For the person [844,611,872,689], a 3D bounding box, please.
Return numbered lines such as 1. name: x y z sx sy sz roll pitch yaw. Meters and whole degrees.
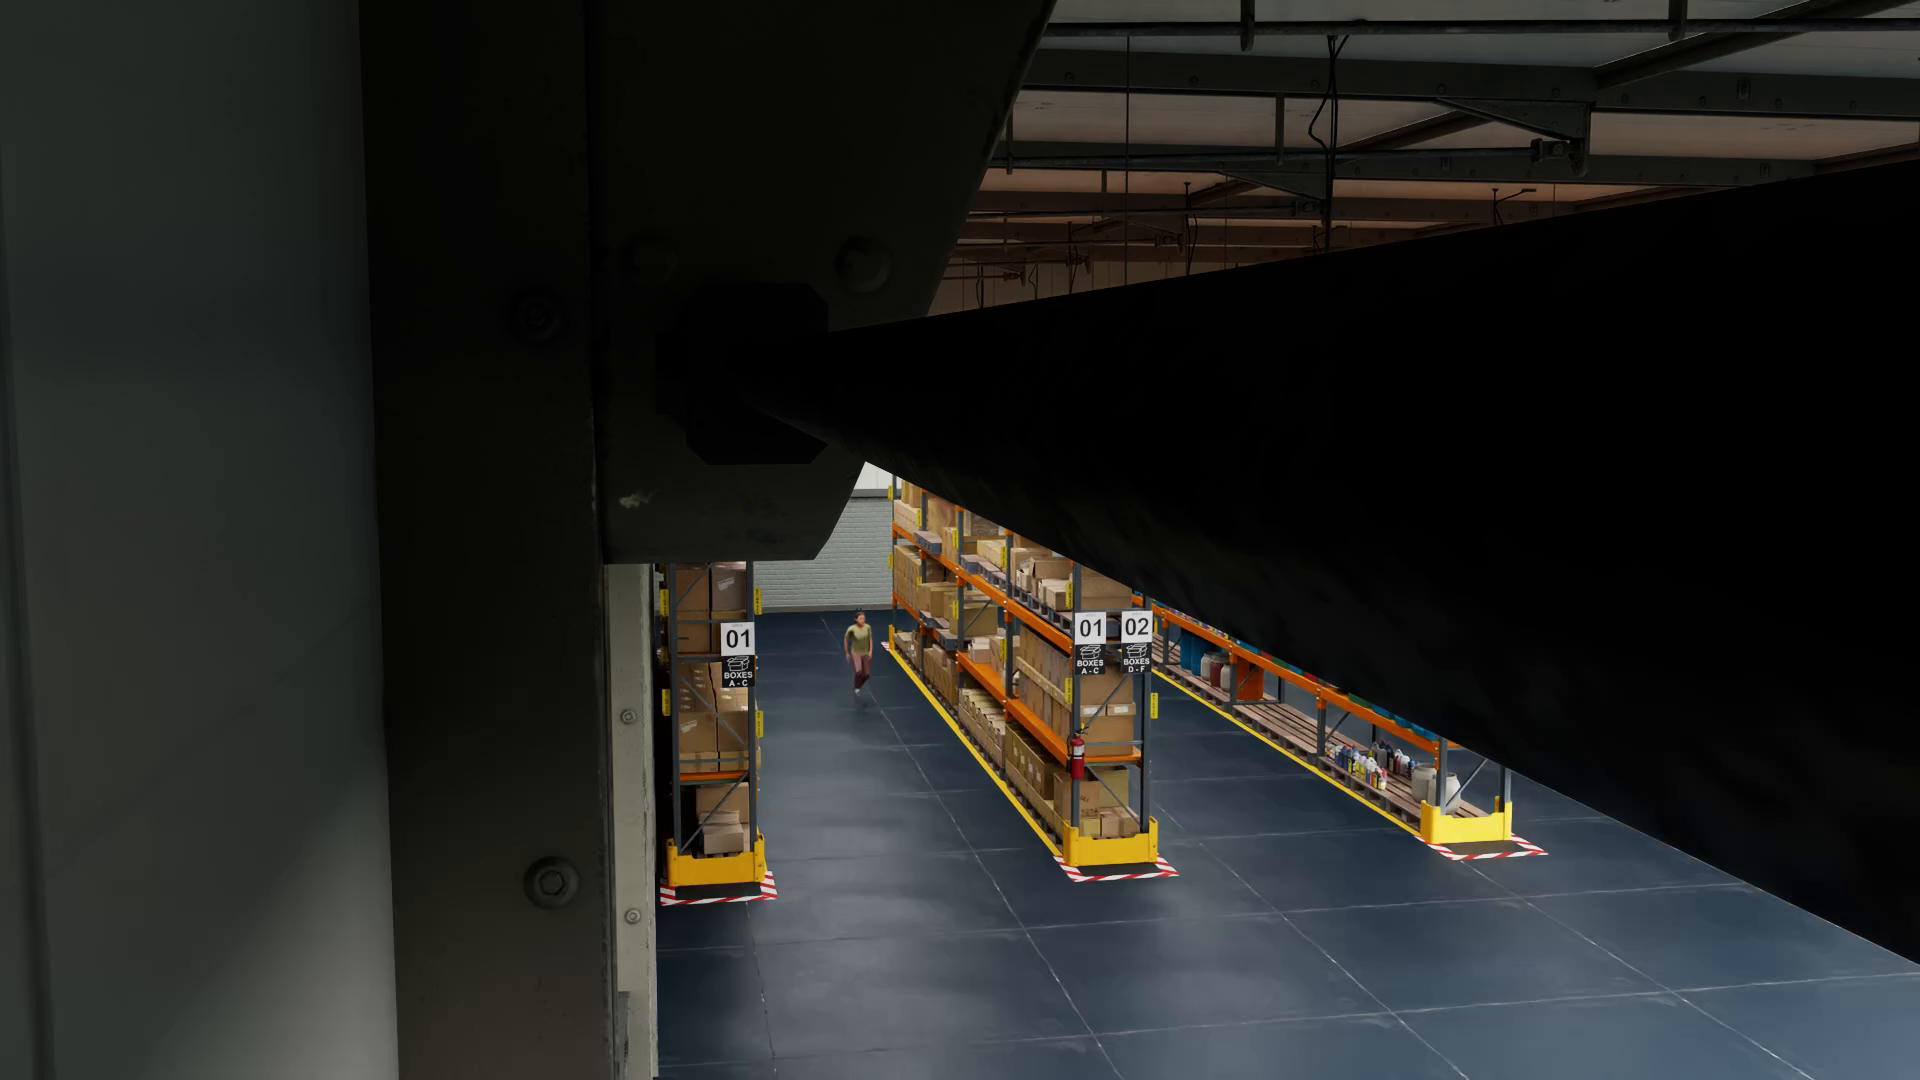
1. person: -1.848 2.029 30.380 0.535 1.498 0.664 -3 7 -23
